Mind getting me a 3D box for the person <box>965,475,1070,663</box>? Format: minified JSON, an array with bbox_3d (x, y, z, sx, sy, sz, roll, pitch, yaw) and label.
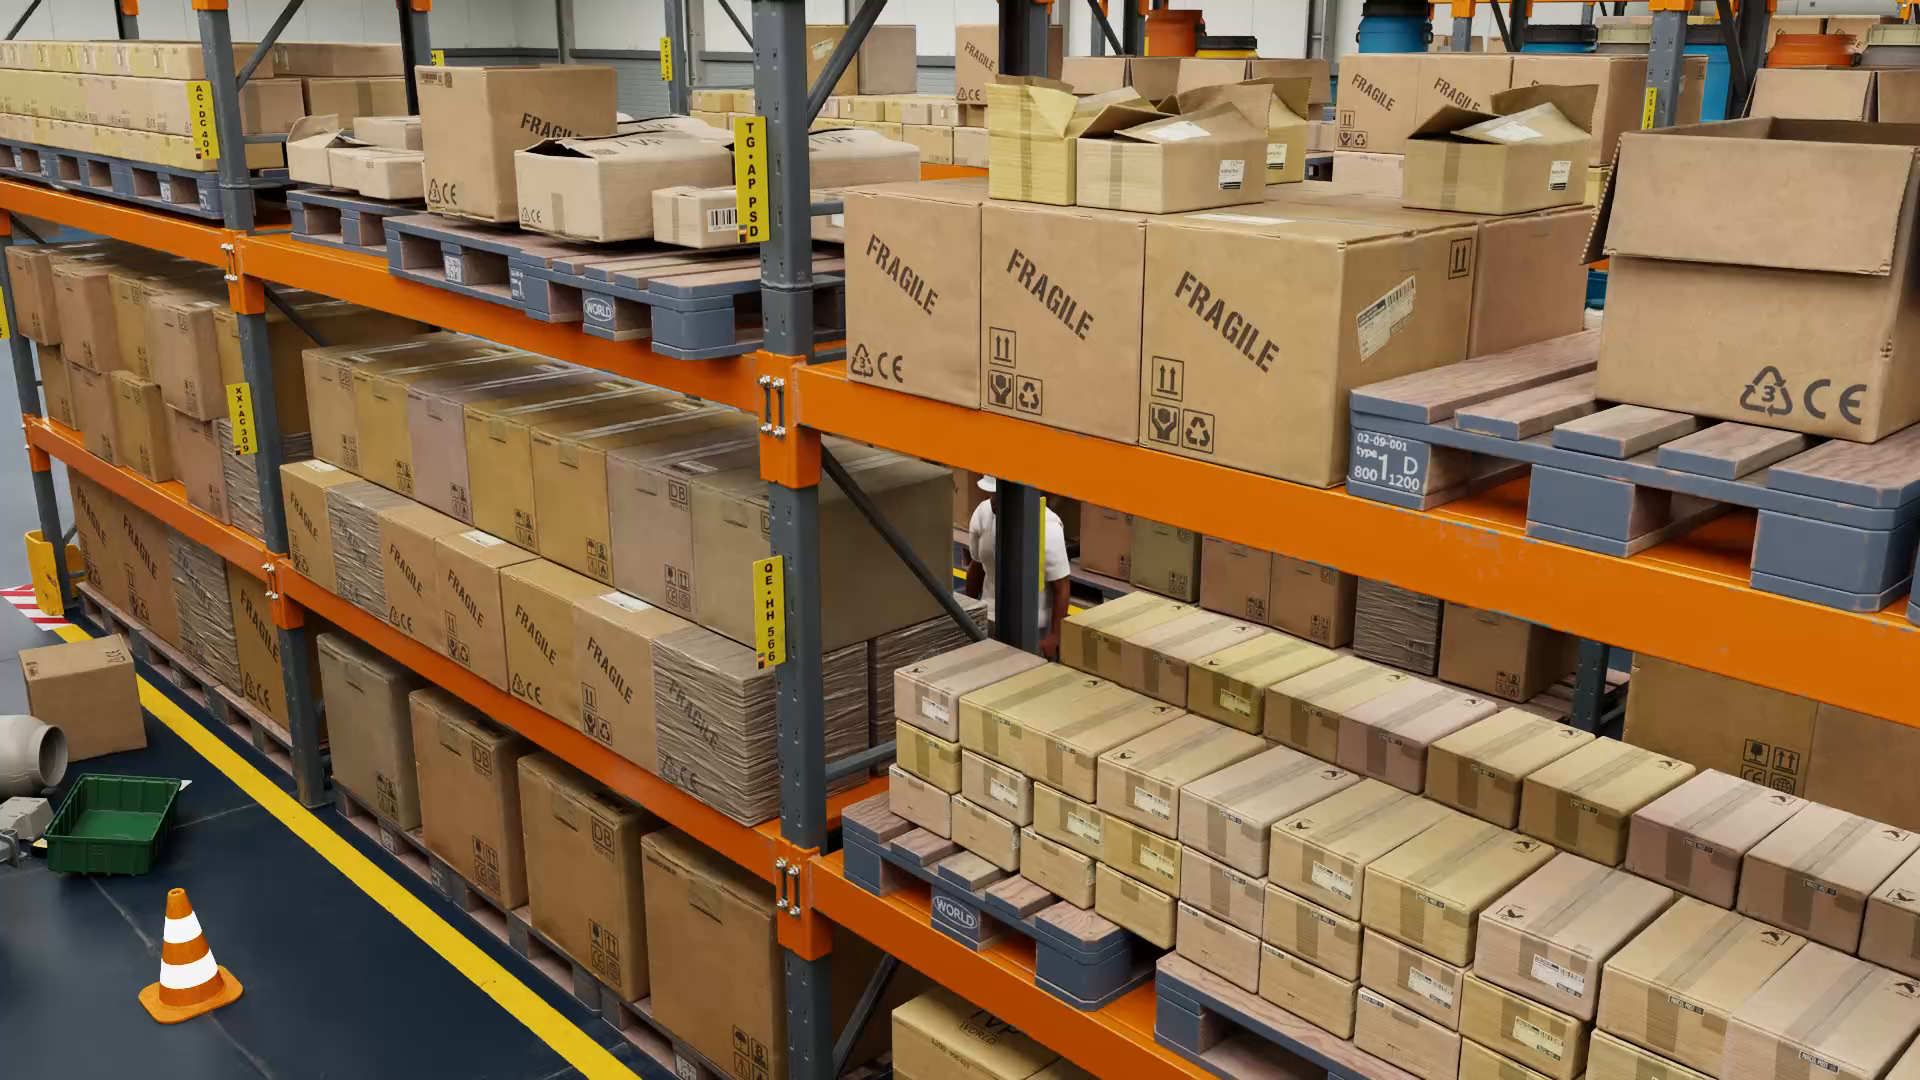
[{"bbox_3d":[0.250,0.407,8.203,0.632,1.759,0.462,15,23,41],"label":"person"}]
